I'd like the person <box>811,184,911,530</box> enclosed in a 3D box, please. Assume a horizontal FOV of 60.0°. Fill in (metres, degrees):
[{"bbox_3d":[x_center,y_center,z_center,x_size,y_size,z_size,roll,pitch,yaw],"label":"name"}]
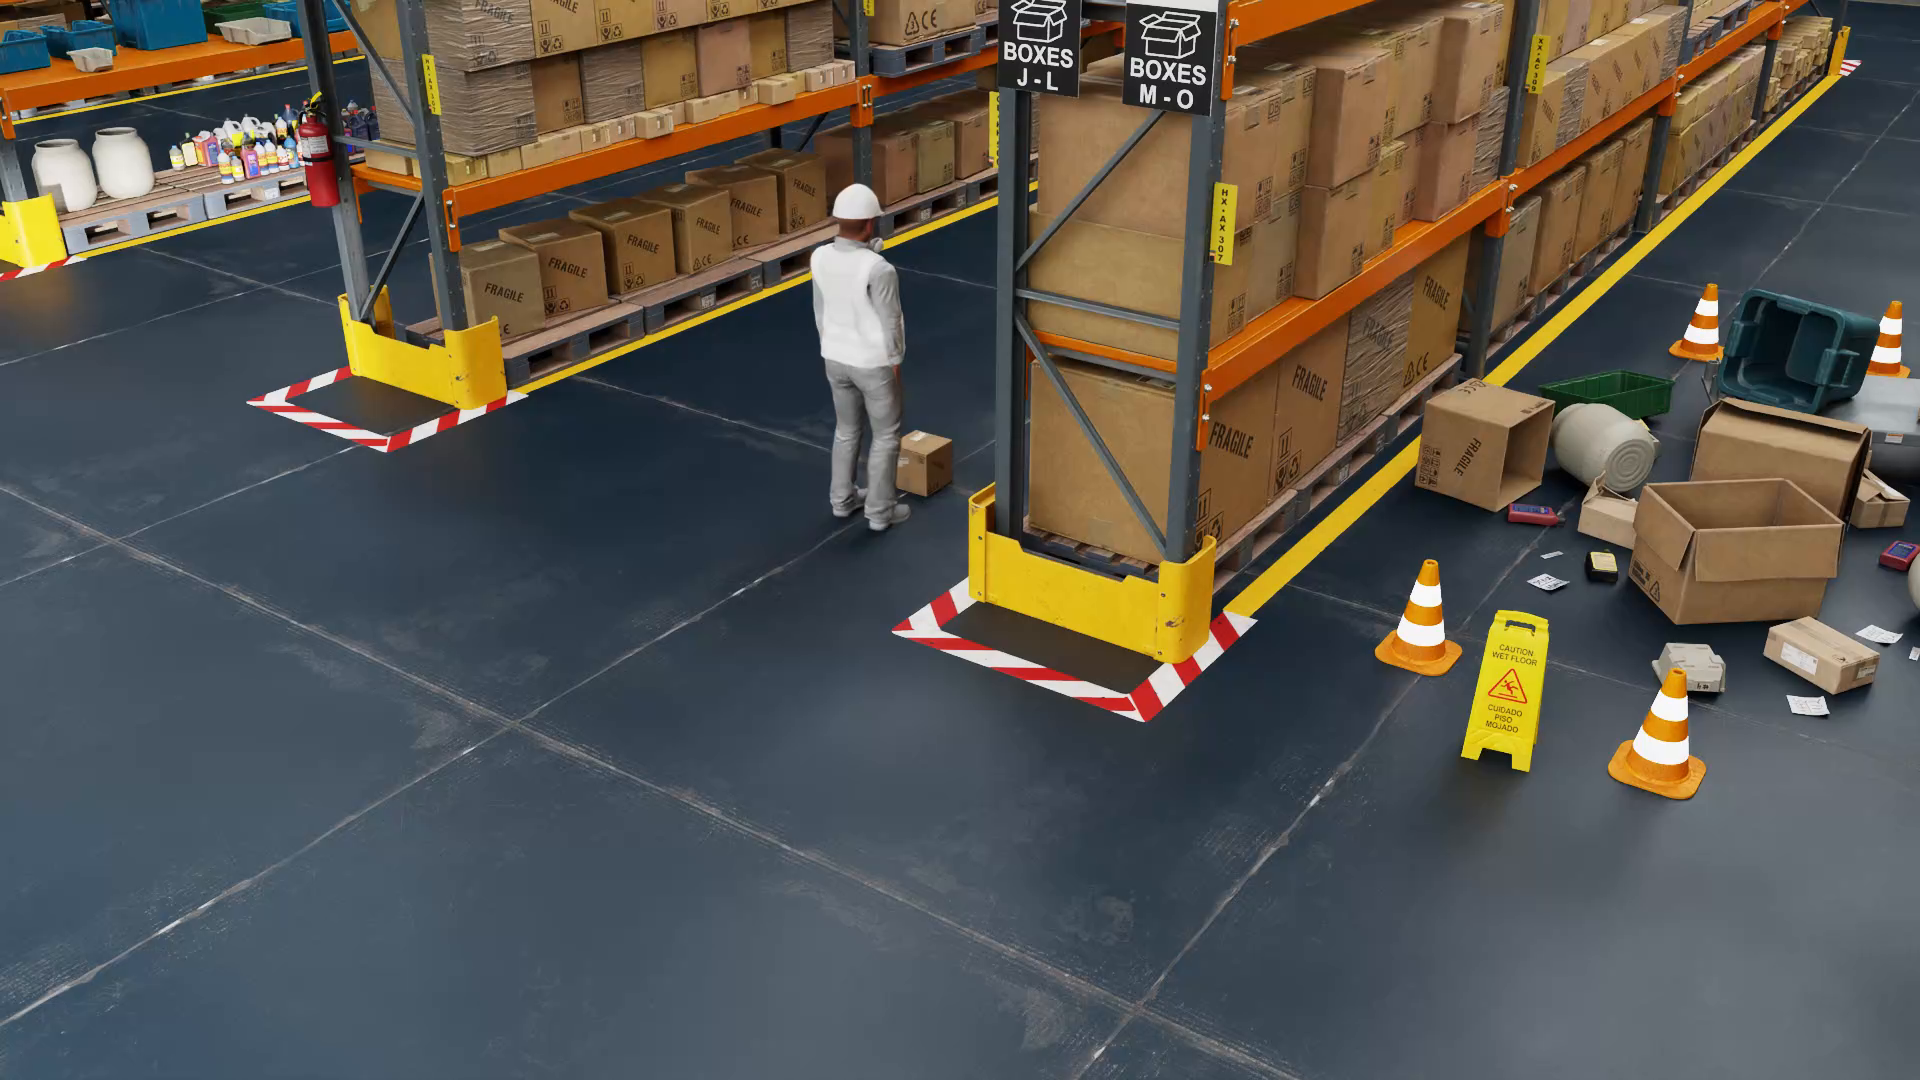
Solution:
[{"bbox_3d":[-0.505,-0.923,8.438,0.533,1.771,0.357,18,32,31],"label":"person"}]
